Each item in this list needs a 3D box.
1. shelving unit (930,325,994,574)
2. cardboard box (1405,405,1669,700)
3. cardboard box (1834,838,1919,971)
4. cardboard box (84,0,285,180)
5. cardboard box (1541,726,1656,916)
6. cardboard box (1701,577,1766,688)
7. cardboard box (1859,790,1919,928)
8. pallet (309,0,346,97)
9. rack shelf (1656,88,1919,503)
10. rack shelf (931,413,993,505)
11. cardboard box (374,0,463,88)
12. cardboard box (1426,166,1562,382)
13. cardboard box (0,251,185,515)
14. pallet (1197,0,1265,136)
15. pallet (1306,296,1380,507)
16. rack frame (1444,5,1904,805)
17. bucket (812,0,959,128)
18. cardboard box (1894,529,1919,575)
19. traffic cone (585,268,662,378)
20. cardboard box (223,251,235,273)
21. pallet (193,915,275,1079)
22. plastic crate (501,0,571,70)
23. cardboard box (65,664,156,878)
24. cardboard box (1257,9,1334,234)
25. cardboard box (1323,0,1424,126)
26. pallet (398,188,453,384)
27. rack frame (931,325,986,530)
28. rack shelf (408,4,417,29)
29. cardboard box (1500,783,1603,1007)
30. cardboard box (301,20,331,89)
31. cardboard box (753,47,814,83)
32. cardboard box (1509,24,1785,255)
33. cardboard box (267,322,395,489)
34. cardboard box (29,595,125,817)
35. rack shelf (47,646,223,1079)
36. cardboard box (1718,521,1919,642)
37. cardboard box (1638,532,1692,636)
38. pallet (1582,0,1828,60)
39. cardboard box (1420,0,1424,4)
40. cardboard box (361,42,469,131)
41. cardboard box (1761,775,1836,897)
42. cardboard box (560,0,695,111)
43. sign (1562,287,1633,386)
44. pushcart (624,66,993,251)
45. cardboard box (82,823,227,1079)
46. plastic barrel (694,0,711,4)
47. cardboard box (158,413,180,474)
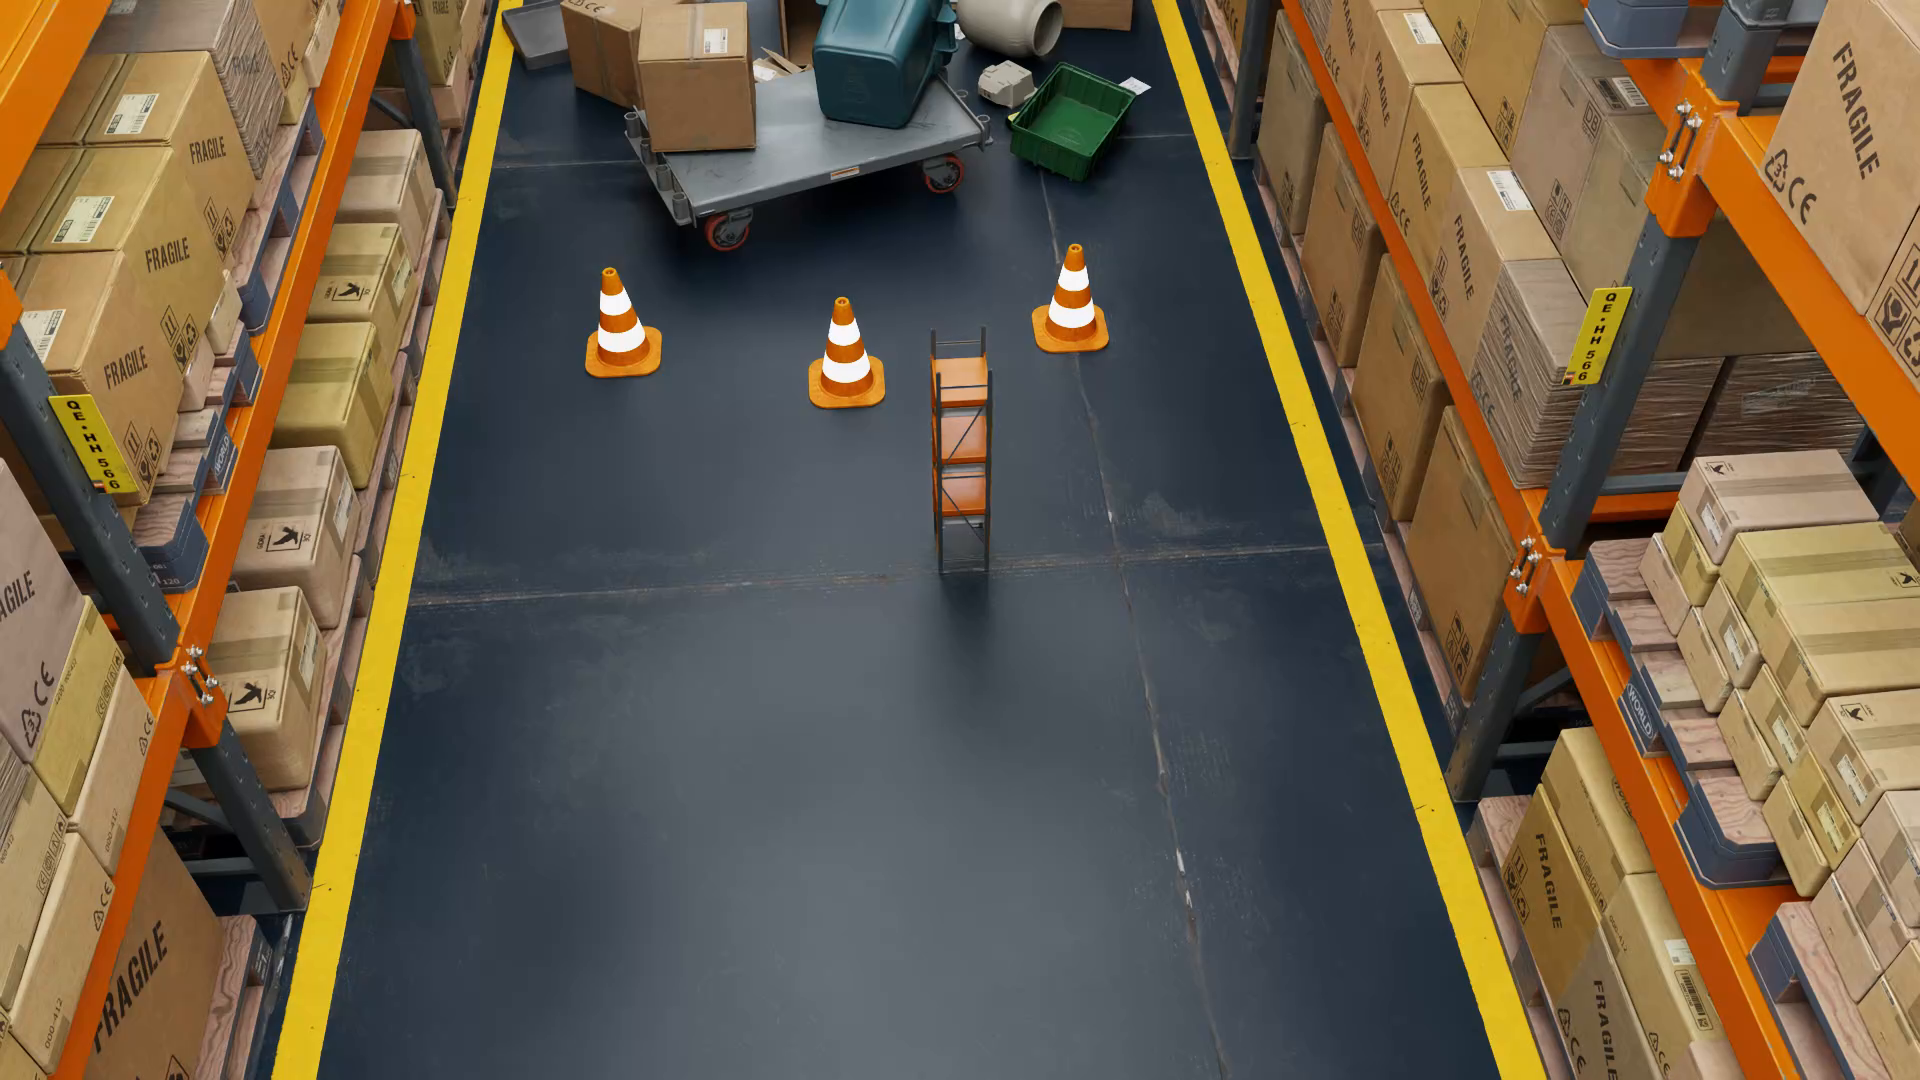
[{"bbox_3d":[0.004,-0.322,6.332,0.215,1.050,0.252,-3,47,-3],"label":"shelving unit"},{"bbox_3d":[2.273,0.010,5.935,1.050,0.750,0.750,-4,47,-4],"label":"cardboard box"},{"bbox_3d":[2.167,0.780,3.624,0.380,0.149,0.250,-3,47,-3],"label":"cardboard box"},{"bbox_3d":[-2.633,-1.543,5.582,0.500,0.500,0.500,-5,47,-5],"label":"cardboard box"},{"bbox_3d":[2.051,0.798,4.844,0.500,0.250,0.500,-5,47,-5],"label":"cardboard box"},{"bbox_3d":[2.100,0.225,4.150,0.380,0.149,0.250,-1,47,-1],"label":"cardboard box"},{"bbox_3d":[2.167,0.670,3.524,0.380,0.149,0.250,-2,47,-1],"label":"cardboard box"},{"bbox_3d":[-3.106,-2.065,6.772,1.003,0.211,1.213,-3,47,-3],"label":"pallet"},{"bbox_3d":[2.402,0.490,2.650,1.077,0.370,4.000,-3,47,-3],"label":"rack shelf"},{"bbox_3d":[0.004,-0.315,6.340,0.215,0.259,0.240,-3,47,-3],"label":"rack shelf"},{"bbox_3d":[-2.805,-2.593,8.228,0.500,0.500,0.500,-1,47,-1],"label":"cardboard box"},{"bbox_3d":[1.889,-0.878,5.447,0.500,0.500,0.500,-3,47,-3],"label":"cardboard box"},{"bbox_3d":[-2.497,-0.420,4.519,0.500,0.500,0.500,-5,47,-4],"label":"cardboard box"},{"bbox_3d":[1.914,-2.663,9.127,1.003,0.211,1.213,-3,47,-3],"label":"pallet"},{"bbox_3d":[2.144,-0.670,7.239,1.003,0.211,1.213,-3,47,-3],"label":"pallet"},{"bbox_3d":[2.234,-0.173,4.848,1.000,3.000,0.127,-3,47,-3],"label":"rack frame"},{"bbox_3d":[-0.409,-2.423,8.186,0.726,0.611,0.620,11,58,10],"label":"bucket"},{"bbox_3d":[2.734,0.098,4.475,0.380,0.149,0.250,-3,47,-3],"label":"cardboard box"},{"bbox_3d":[-1.526,-1.009,7.387,0.336,0.463,0.334,-3,47,-3],"label":"traffic cone"},{"bbox_3d":[-2.599,-0.881,5.402,0.380,0.149,0.250,-1,47,-1],"label":"cardboard box"},{"bbox_3d":[-2.699,1.735,4.962,1.003,0.211,1.213,-3,47,-3],"label":"pallet"},{"bbox_3d":[-2.339,-2.875,9.418,0.402,0.080,0.583,-19,49,-17],"label":"plastic crate"},{"bbox_3d":[-2.389,0.603,4.217,0.500,0.250,0.500,-5,47,-5],"label":"cardboard box"},{"bbox_3d":[2.041,-1.994,7.833,1.050,0.750,0.750,-4,47,-3],"label":"cardboard box"},{"bbox_3d":[1.758,-1.978,6.488,0.500,0.500,0.500,-4,47,-4],"label":"cardboard box"},{"bbox_3d":[-2.958,-1.171,7.714,1.003,0.211,1.213,-3,47,-3],"label":"pallet"},{"bbox_3d":[-0.006,-0.411,6.416,0.200,1.050,0.008,-3,47,-3],"label":"rack frame"},{"bbox_3d":[-3.192,-3.893,8.866,1.077,0.370,4.000,-3,47,-3],"label":"rack shelf"},{"bbox_3d":[2.039,1.069,5.104,0.500,0.500,0.500,-5,47,-5],"label":"cardboard box"},{"bbox_3d":[-2.620,-1.835,6.306,0.380,0.149,0.250,-3,47,-3],"label":"cardboard box"},{"bbox_3d":[-0.954,-2.473,8.909,0.258,0.266,0.396,-36,56,-29],"label":"cardboard box"},{"bbox_3d":[2.163,-1.243,5.103,0.700,0.500,0.500,-4,47,-4],"label":"cardboard box"},{"bbox_3d":[-2.855,-0.532,6.708,0.950,0.372,0.625,-2,47,-2],"label":"cardboard box"},{"bbox_3d":[-2.396,0.415,4.050,0.500,0.250,0.500,-4,47,-3],"label":"cardboard box"},{"bbox_3d":[-2.522,1.895,3.385,1.077,0.370,4.000,-3,47,-3],"label":"rack shelf"},{"bbox_3d":[2.105,0.105,4.059,0.380,0.149,0.250,-5,47,-4],"label":"cardboard box"},{"bbox_3d":[2.071,0.105,4.469,0.380,0.149,0.250,-4,47,-4],"label":"cardboard box"},{"bbox_3d":[2.128,-1.602,4.266,1.213,0.211,1.003,-2,47,-1],"label":"pallet"},{"bbox_3d":[2.034,-2.349,6.151,0.700,0.500,0.500,-3,47,-3],"label":"cardboard box"},{"bbox_3d":[-2.805,-2.335,8.500,0.500,0.250,0.500,-5,47,-5],"label":"cardboard box"},{"bbox_3d":[2.140,0.689,3.915,0.380,0.149,0.250,-2,47,-1],"label":"cardboard box"},{"bbox_3d":[-1.758,-2.692,8.954,0.500,0.500,0.500,27,52,23],"label":"cardboard box"},{"bbox_3d":[1.682,-0.535,4.393,0.100,0.325,0.005,-3,47,-3],"label":"sign"},{"bbox_3d":[-0.757,-1.966,8.352,1.648,0.377,0.936,-19,49,-17],"label":"pushcart"},{"bbox_3d":[-2.715,1.292,4.635,0.875,0.875,0.875,-4,47,-4],"label":"cardboard box"},{"bbox_3d":[-1.678,-3.299,9.583,0.512,0.421,0.421,27,52,23],"label":"plastic barrel"},{"bbox_3d":[-2.522,-0.310,4.862,0.380,0.149,0.250,-6,47,-6],"label":"cardboard box"}]
